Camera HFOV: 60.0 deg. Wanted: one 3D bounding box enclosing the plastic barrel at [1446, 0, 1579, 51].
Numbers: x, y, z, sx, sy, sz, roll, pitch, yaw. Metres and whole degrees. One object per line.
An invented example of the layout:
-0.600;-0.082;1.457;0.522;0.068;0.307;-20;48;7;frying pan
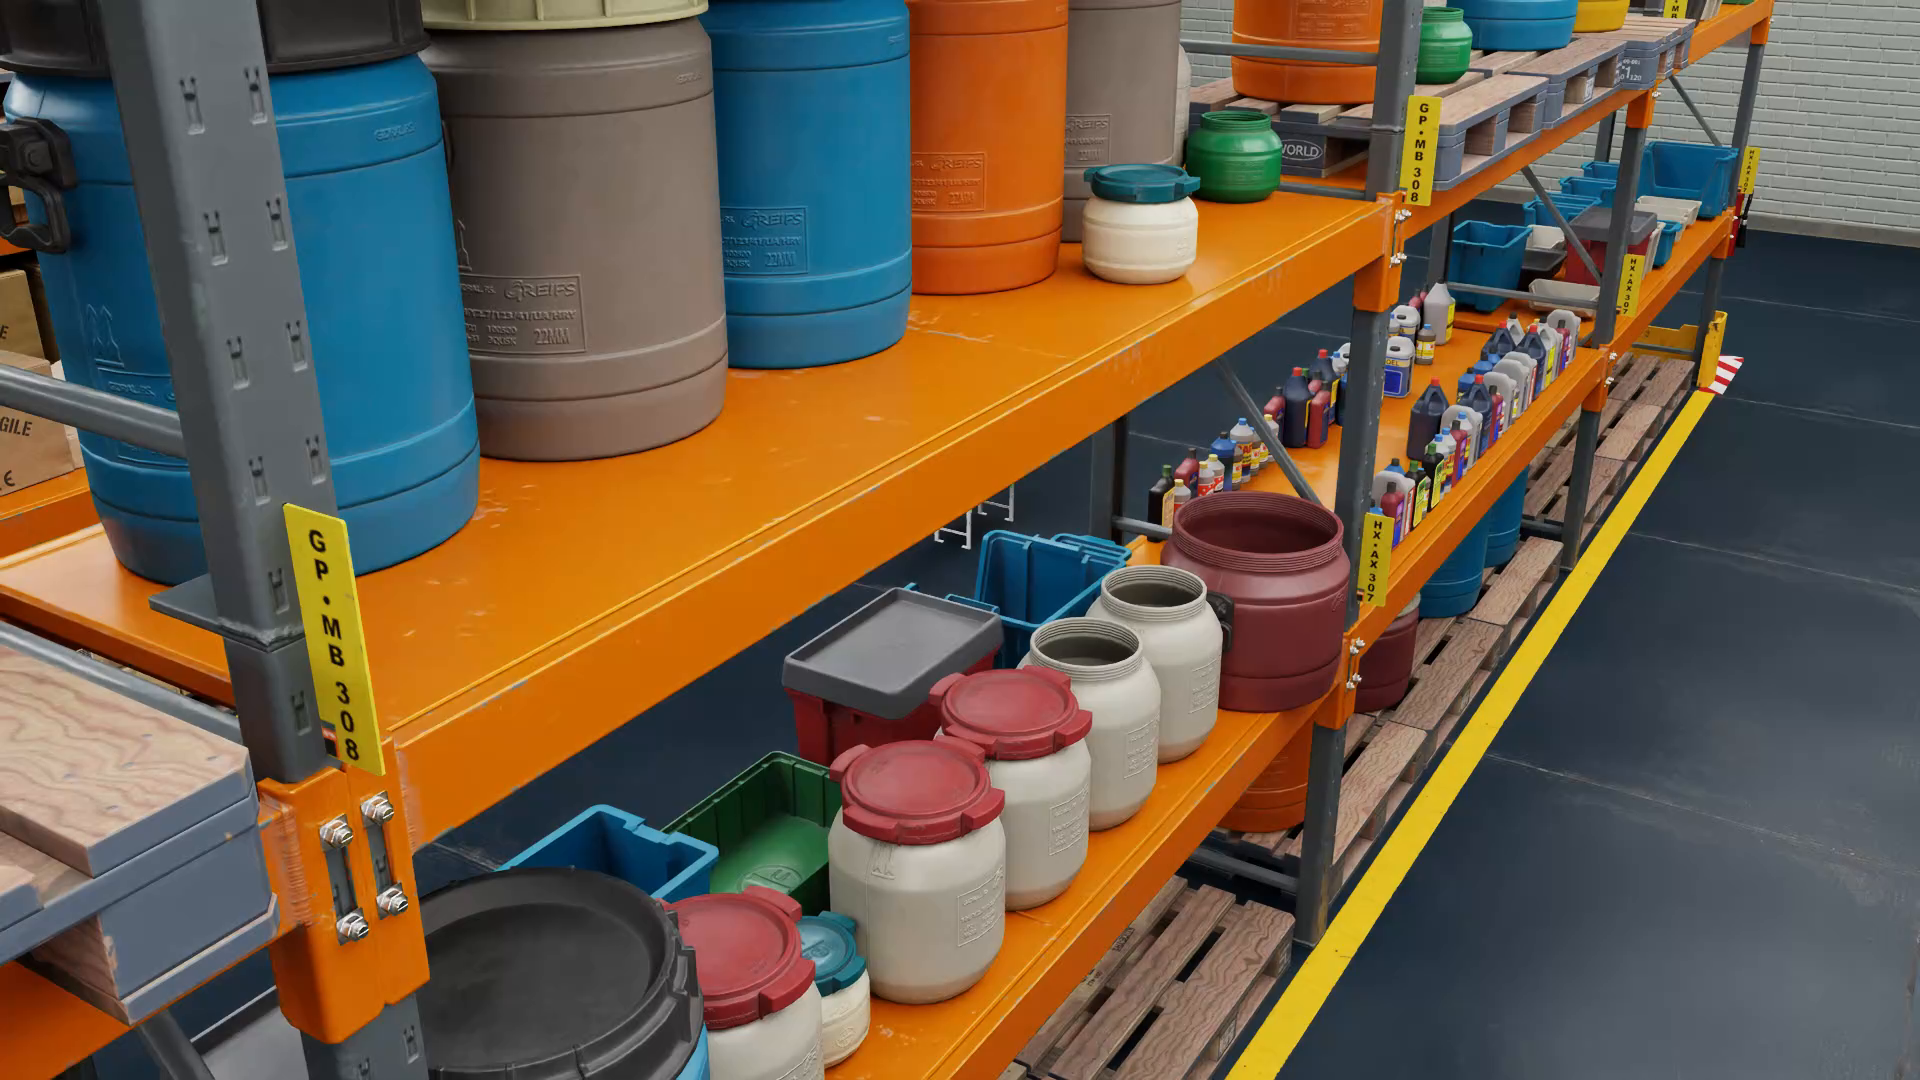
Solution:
2.269;-2.511;6.840;0.600;0.901;0.708;14;27;29;plastic barrel

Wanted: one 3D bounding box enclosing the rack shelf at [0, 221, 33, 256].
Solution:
-6.432;-2.391;12.403;1.077;0.370;4.000;14;27;29;rack shelf

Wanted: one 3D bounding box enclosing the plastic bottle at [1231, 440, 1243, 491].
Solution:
1.133;-0.316;6.955;0.097;0.201;0.097;0;23;0;plastic bottle

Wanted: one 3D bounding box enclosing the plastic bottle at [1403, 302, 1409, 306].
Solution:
2.317;-1.106;8.691;0.097;0.271;0.097;0;23;0;plastic bottle

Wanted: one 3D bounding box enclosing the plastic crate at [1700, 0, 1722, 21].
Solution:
4.270;-3.176;9.867;0.437;0.136;0.530;14;27;29;plastic crate

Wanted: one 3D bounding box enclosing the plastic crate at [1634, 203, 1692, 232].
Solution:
4.708;-2.169;11.240;0.396;0.136;0.243;14;27;29;plastic crate

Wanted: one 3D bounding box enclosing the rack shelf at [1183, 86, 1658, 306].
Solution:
1.985;-1.691;7.011;1.077;0.370;4.000;14;27;29;rack shelf

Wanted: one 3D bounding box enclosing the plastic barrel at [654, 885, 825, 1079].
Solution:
-0.489;1.041;3.399;0.433;0.535;0.433;0;23;0;plastic barrel

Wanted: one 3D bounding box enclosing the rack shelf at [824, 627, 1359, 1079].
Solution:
-0.125;1.035;4.488;1.077;0.370;4.000;14;27;29;rack shelf

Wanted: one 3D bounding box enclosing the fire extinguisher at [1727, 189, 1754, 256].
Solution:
5.615;-2.419;12.129;0.296;0.674;0.183;14;27;29;fire extinguisher

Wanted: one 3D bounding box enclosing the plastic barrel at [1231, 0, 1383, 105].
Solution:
1.232;-1.927;5.581;0.600;0.830;0.708;14;27;29;plastic barrel

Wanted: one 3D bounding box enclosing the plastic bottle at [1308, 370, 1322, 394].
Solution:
1.603;-0.623;7.560;0.061;0.283;0.133;14;27;29;plastic bottle

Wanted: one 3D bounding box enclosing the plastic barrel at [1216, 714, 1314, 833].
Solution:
1.173;0.665;6.642;0.600;0.830;0.708;14;27;29;plastic barrel

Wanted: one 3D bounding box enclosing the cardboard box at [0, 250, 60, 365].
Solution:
-6.520;-1.767;12.234;0.750;0.750;0.750;14;27;29;cardboard box

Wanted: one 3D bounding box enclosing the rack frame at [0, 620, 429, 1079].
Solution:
-1.180;1.380;2.786;1.000;3.000;0.127;14;27;29;rack frame

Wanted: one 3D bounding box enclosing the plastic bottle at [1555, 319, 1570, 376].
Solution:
3.023;-0.978;8.380;0.061;0.283;0.133;14;27;29;plastic bottle

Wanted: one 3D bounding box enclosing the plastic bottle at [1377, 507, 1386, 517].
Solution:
1.568;-0.023;6.278;0.097;0.201;0.097;0;23;0;plastic bottle

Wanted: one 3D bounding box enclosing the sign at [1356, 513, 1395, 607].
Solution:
1.401;0.068;5.612;0.100;0.325;0.005;14;27;29;sign

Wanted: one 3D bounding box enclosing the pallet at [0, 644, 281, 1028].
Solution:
-1.478;0.354;1.618;1.213;0.211;1.003;14;27;29;pallet

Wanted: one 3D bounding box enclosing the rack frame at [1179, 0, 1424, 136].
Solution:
0.930;-2.723;4.713;1.000;3.000;0.127;14;27;29;rack frame

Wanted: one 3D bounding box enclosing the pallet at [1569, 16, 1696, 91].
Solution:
2.709;-2.325;7.807;1.213;0.211;1.003;14;27;29;pallet

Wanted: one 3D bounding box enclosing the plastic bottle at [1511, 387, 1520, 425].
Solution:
2.539;-0.644;7.713;0.097;0.201;0.097;0;23;0;plastic bottle

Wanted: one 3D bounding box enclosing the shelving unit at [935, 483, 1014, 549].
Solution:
0.087;-0.606;9.641;0.258;1.200;0.503;14;27;29;shelving unit

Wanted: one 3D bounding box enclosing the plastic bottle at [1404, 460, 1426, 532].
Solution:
1.786;-0.187;6.552;0.061;0.283;0.133;14;27;29;plastic bottle

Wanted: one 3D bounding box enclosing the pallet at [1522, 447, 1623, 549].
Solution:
3.395;-0.297;10.169;1.003;0.211;1.213;14;27;29;pallet

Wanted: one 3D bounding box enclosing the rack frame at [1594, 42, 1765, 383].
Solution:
5.150;-2.670;12.142;1.000;3.000;0.127;14;27;29;rack frame

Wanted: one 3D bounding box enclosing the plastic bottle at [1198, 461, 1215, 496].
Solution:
0.979;-0.218;6.727;0.097;0.201;0.097;0;23;0;plastic bottle

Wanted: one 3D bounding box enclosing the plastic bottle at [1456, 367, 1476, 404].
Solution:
2.338;-0.663;7.667;0.097;0.271;0.097;0;23;0;plastic bottle

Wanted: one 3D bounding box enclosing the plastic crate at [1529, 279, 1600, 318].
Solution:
3.406;-1.354;9.358;0.396;0.136;0.243;14;27;29;plastic crate

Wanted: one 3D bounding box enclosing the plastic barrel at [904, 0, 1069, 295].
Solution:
-0.033;-1.091;4.178;0.600;0.830;0.708;14;27;29;plastic barrel

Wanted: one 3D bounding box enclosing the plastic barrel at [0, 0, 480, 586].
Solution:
-1.096;-0.444;2.592;0.600;0.901;0.708;14;27;29;plastic barrel

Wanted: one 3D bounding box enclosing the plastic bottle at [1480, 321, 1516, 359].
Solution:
2.613;-0.886;8.084;0.144;0.351;0.185;14;27;29;plastic bottle

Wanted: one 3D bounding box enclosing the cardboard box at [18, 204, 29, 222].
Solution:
-6.607;-2.358;11.712;0.380;0.149;0.250;15;27;30;cardboard box

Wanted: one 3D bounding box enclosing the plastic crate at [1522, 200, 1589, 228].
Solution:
3.887;-2.061;10.870;0.416;0.233;0.300;14;27;29;plastic crate

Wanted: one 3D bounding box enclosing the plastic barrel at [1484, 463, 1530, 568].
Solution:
2.738;-0.370;8.941;0.600;0.901;0.708;14;27;29;plastic barrel

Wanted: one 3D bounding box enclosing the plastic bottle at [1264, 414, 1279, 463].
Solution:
1.338;-0.448;7.258;0.097;0.201;0.097;0;23;0;plastic bottle

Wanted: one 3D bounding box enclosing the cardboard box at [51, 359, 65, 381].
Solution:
-3.913;-0.707;7.720;0.500;0.311;0.500;14;27;28;cardboard box

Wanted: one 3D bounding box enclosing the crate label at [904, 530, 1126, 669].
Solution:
0.176;0.292;5.254;0.502;0.435;0.616;14;27;29;crate label

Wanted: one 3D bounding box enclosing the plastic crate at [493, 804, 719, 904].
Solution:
-0.863;0.950;3.800;0.392;0.384;0.575;14;27;29;plastic crate

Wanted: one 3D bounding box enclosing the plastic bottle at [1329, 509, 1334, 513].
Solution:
1.303;-0.023;6.184;0.152;0.276;0.135;14;27;29;plastic bottle

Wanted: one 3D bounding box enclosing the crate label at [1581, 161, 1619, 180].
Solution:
4.740;-2.606;12.130;0.416;0.233;0.303;14;27;29;crate label

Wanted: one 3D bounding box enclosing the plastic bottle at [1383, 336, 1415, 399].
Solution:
2.113;-0.842;8.076;0.152;0.276;0.135;14;27;29;plastic bottle

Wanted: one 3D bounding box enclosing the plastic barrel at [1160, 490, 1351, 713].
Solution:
0.942;0.188;5.369;0.600;0.536;0.708;14;27;29;plastic barrel

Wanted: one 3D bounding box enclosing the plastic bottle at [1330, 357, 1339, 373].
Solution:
1.725;-0.727;7.817;0.097;0.271;0.097;0;23;0;plastic bottle

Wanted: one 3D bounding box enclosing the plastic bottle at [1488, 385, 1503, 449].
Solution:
2.371;-0.561;7.417;0.061;0.283;0.133;14;27;29;plastic bottle

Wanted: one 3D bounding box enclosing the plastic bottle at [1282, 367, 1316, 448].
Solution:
1.503;-0.604;7.431;0.144;0.351;0.185;14;27;29;plastic bottle

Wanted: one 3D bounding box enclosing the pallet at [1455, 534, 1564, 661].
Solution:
2.597;0.211;8.996;1.003;0.211;1.213;14;27;29;pallet

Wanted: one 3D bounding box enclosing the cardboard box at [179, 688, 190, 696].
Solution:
-3.616;0.463;7.837;0.500;0.250;0.500;14;27;28;cardboard box

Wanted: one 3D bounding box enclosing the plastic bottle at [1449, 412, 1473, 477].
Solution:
2.126;-0.412;7.089;0.097;0.271;0.097;0;23;0;plastic bottle

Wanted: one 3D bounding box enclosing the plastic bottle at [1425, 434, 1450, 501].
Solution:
1.953;-0.302;6.833;0.097;0.271;0.097;0;23;0;plastic bottle

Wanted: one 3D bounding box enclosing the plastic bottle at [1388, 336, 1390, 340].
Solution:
2.143;-0.963;8.448;0.097;0.201;0.097;0;23;0;plastic bottle

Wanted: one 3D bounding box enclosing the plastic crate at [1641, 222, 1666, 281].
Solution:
4.002;-1.770;10.136;0.437;0.282;0.530;14;27;29;plastic crate

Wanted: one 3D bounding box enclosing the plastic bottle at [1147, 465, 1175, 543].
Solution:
0.781;-0.142;6.450;0.061;0.283;0.133;14;27;29;plastic bottle

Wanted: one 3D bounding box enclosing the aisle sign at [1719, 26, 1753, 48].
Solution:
5.436;-3.826;11.540;0.394;0.787;0.004;14;27;29;aisle sign

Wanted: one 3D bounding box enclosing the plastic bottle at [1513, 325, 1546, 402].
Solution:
2.735;-0.856;8.014;0.144;0.351;0.185;14;27;29;plastic bottle

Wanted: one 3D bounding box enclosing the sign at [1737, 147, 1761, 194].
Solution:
5.625;-2.635;11.856;0.100;0.325;0.005;14;27;29;sign

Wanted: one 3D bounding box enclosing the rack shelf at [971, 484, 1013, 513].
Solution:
0.087;-0.328;9.761;0.258;0.148;0.480;14;27;29;rack shelf

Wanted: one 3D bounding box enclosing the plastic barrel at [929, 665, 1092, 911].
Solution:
0.126;0.647;4.308;0.433;0.535;0.433;0;23;0;plastic barrel
